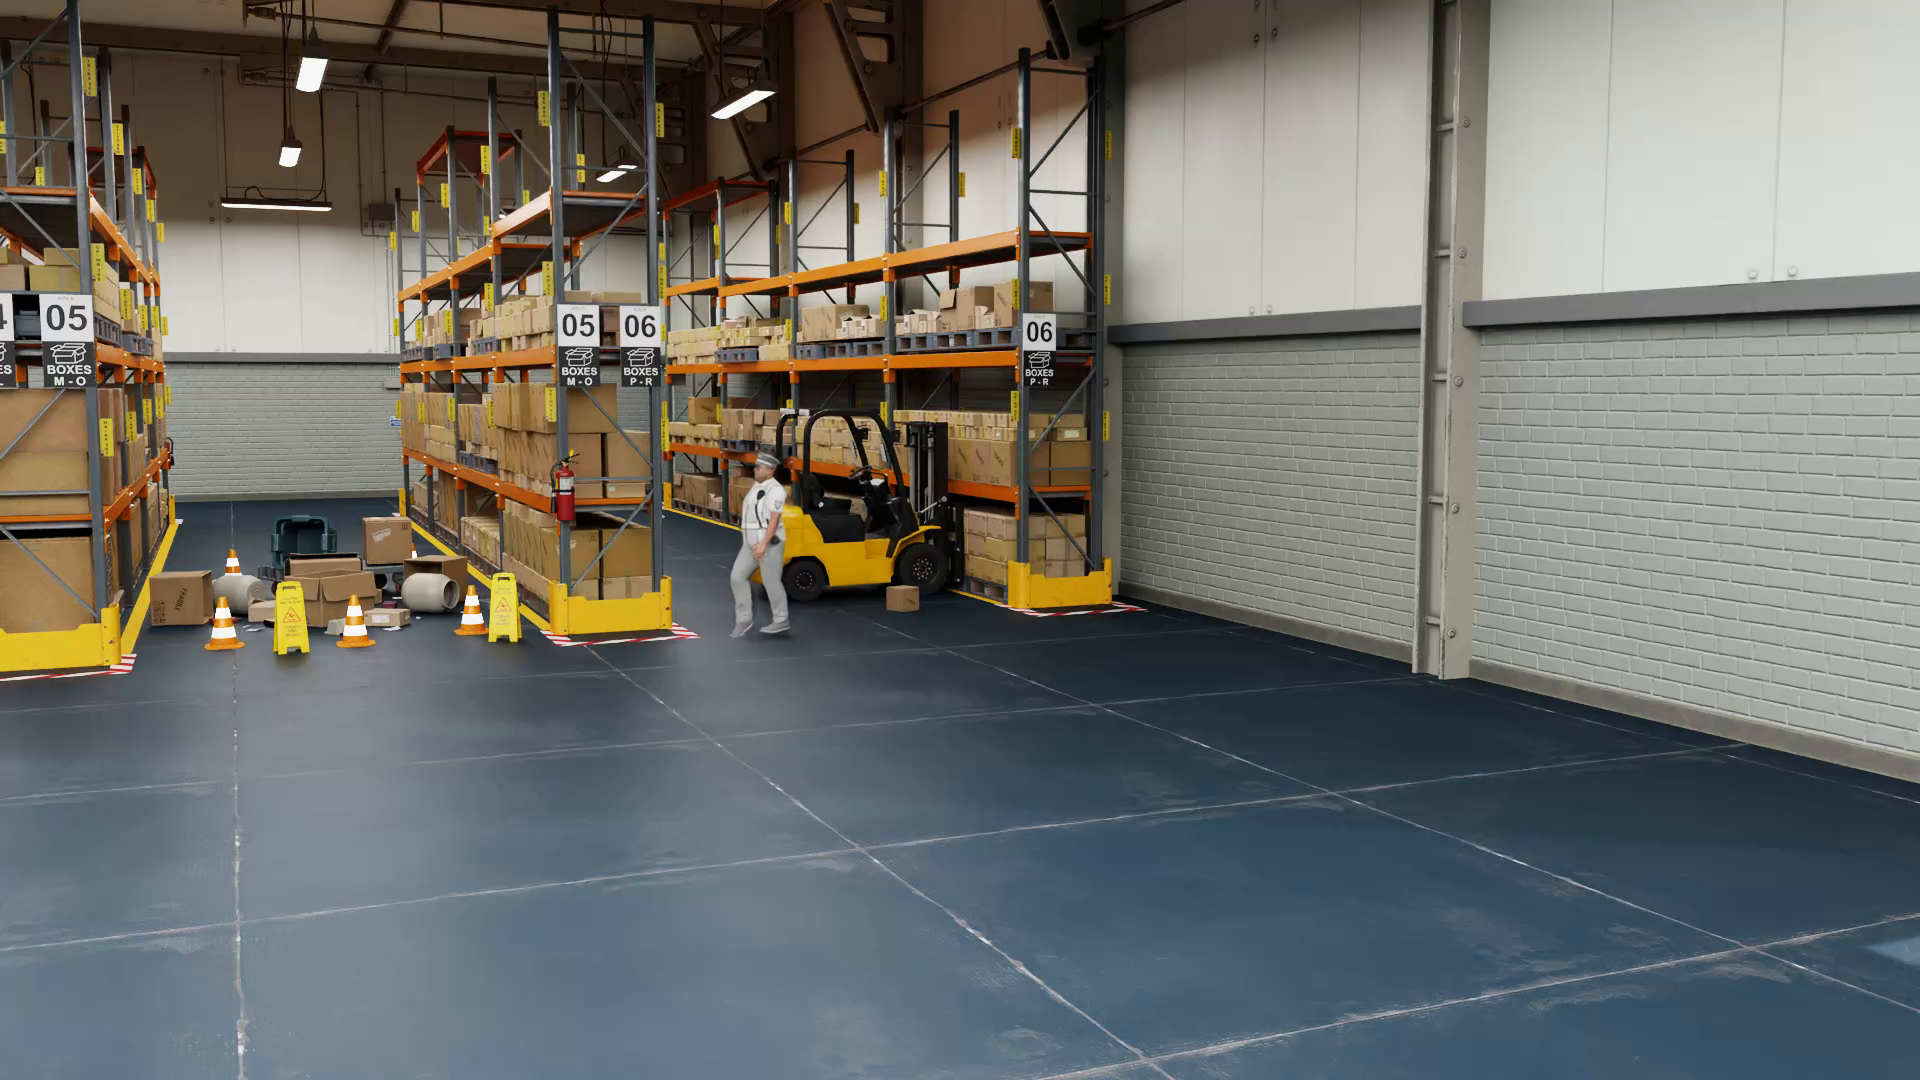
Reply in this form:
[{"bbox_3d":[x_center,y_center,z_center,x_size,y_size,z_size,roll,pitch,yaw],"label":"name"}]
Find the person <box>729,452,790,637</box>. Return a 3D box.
[{"bbox_3d":[-1.923,0.078,16.050,0.579,1.854,0.530,-4,7,-39],"label":"person"}]
